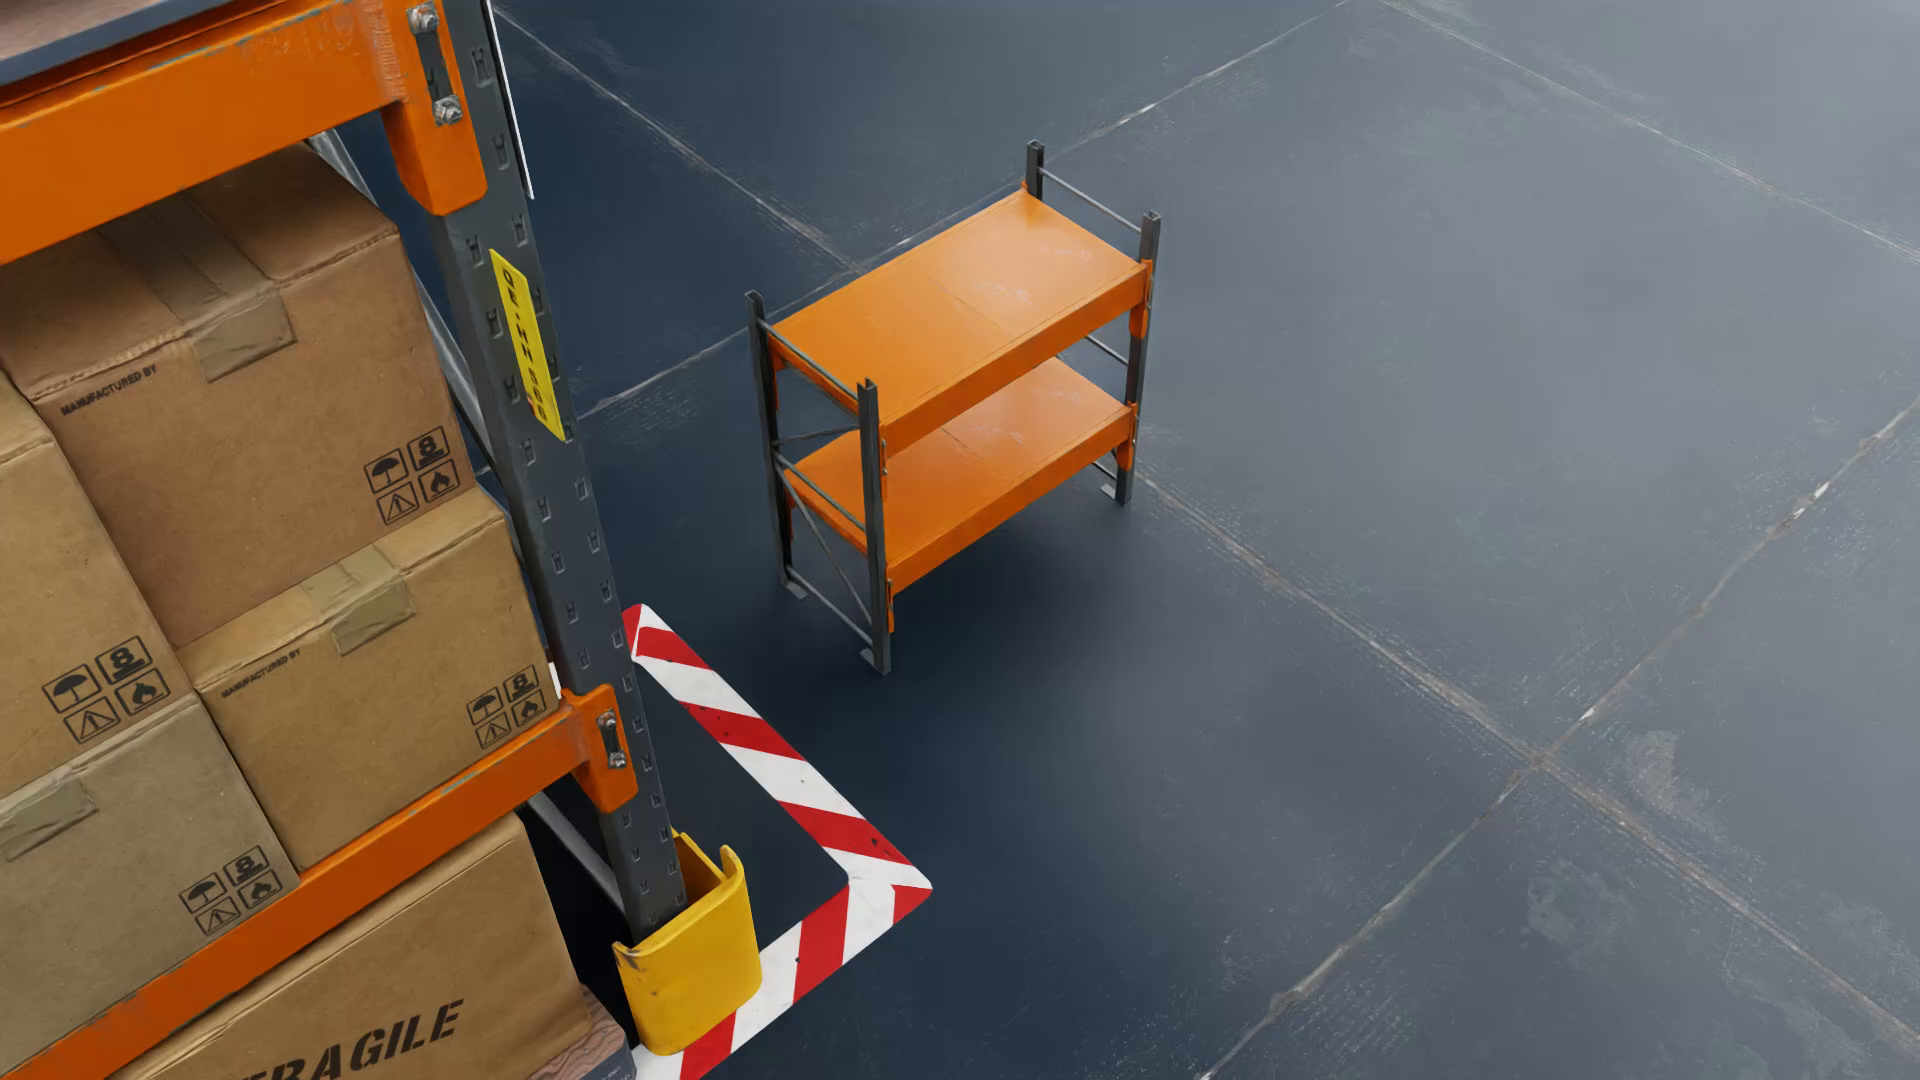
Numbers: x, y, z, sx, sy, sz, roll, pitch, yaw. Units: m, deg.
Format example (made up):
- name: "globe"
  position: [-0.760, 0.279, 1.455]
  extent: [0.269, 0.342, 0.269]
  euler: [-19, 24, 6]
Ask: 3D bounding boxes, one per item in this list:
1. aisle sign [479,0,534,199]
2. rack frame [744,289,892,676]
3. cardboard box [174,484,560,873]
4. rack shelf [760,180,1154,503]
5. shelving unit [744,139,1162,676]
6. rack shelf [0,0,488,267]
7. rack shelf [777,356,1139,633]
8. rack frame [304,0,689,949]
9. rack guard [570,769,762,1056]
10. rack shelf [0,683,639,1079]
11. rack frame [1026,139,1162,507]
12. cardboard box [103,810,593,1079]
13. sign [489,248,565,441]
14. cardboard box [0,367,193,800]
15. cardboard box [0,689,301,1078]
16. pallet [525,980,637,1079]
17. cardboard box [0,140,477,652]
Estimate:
- name: "aisle sign"
  position: [-0.758, -0.875, 2.247]
  extent: [0.004, 0.787, 0.394]
  euler: [-34, 56, -27]
- name: "rack frame"
  position: [-0.381, -0.127, 4.602]
  extent: [0.032, 1.125, 0.500]
  euler: [-34, 56, -27]
- name: "cardboard box"
  position: [-1.257, 0.036, 3.074]
  extent: [0.550, 0.550, 0.875]
  euler: [-34, 56, -27]
- name: "rack shelf"
  position: [-0.005, -0.577, 4.618]
  extent: [1.000, 0.278, 0.538]
  euler: [-34, 56, -27]
- name: "shelving unit"
  position: [-0.005, -0.378, 4.834]
  extent: [1.048, 1.125, 0.538]
  euler: [-34, 56, -27]
- name: "rack shelf"
  position: [-2.492, 0.095, 1.570]
  extent: [4.000, 0.370, 1.077]
  euler: [-34, 56, -27]
- name: "rack shelf"
  position: [-0.005, -0.212, 5.013]
  extent: [1.000, 0.278, 0.538]
  euler: [-34, 56, -27]
- name: "rack frame"
  position: [-1.013, -0.121, 3.321]
  extent: [0.127, 3.000, 1.000]
  euler: [-34, 56, -27]
- name: "rack guard"
  position: [-0.995, 0.715, 4.250]
  extent: [0.348, 0.500, 1.175]
  euler: [-34, 56, -27]
- name: "rack shelf"
  position: [-2.492, 1.112, 2.673]
  extent: [4.000, 0.370, 1.077]
  euler: [-34, 56, -27]
- name: "rack frame"
  position: [0.371, -0.629, 5.065]
  extent: [0.032, 1.125, 0.500]
  euler: [-34, 56, -27]
- name: "cardboard box"
  position: [-1.470, 0.828, 3.605]
  extent: [0.875, 0.875, 0.875]
  euler: [-33, 56, -27]
- name: "sign"
  position: [-0.658, -0.292, 2.530]
  extent: [0.005, 0.325, 0.100]
  euler: [-34, 56, -27]
- name: "cardboard box"
  position: [-1.658, -0.054, 2.422]
  extent: [0.550, 0.550, 0.875]
  euler: [-34, 56, -27]
- name: "cardboard box"
  position: [-1.649, 0.320, 2.812]
  extent: [0.550, 0.550, 0.875]
  euler: [-34, 56, -27]
- name: "pallet"
  position: [-1.552, 1.262, 3.942]
  extent: [1.213, 0.211, 1.003]
  euler: [-34, 56, -27]
- name: "cardboard box"
  position: [-1.313, -0.376, 2.719]
  extent: [0.550, 0.550, 0.875]
  euler: [-34, 56, -27]
